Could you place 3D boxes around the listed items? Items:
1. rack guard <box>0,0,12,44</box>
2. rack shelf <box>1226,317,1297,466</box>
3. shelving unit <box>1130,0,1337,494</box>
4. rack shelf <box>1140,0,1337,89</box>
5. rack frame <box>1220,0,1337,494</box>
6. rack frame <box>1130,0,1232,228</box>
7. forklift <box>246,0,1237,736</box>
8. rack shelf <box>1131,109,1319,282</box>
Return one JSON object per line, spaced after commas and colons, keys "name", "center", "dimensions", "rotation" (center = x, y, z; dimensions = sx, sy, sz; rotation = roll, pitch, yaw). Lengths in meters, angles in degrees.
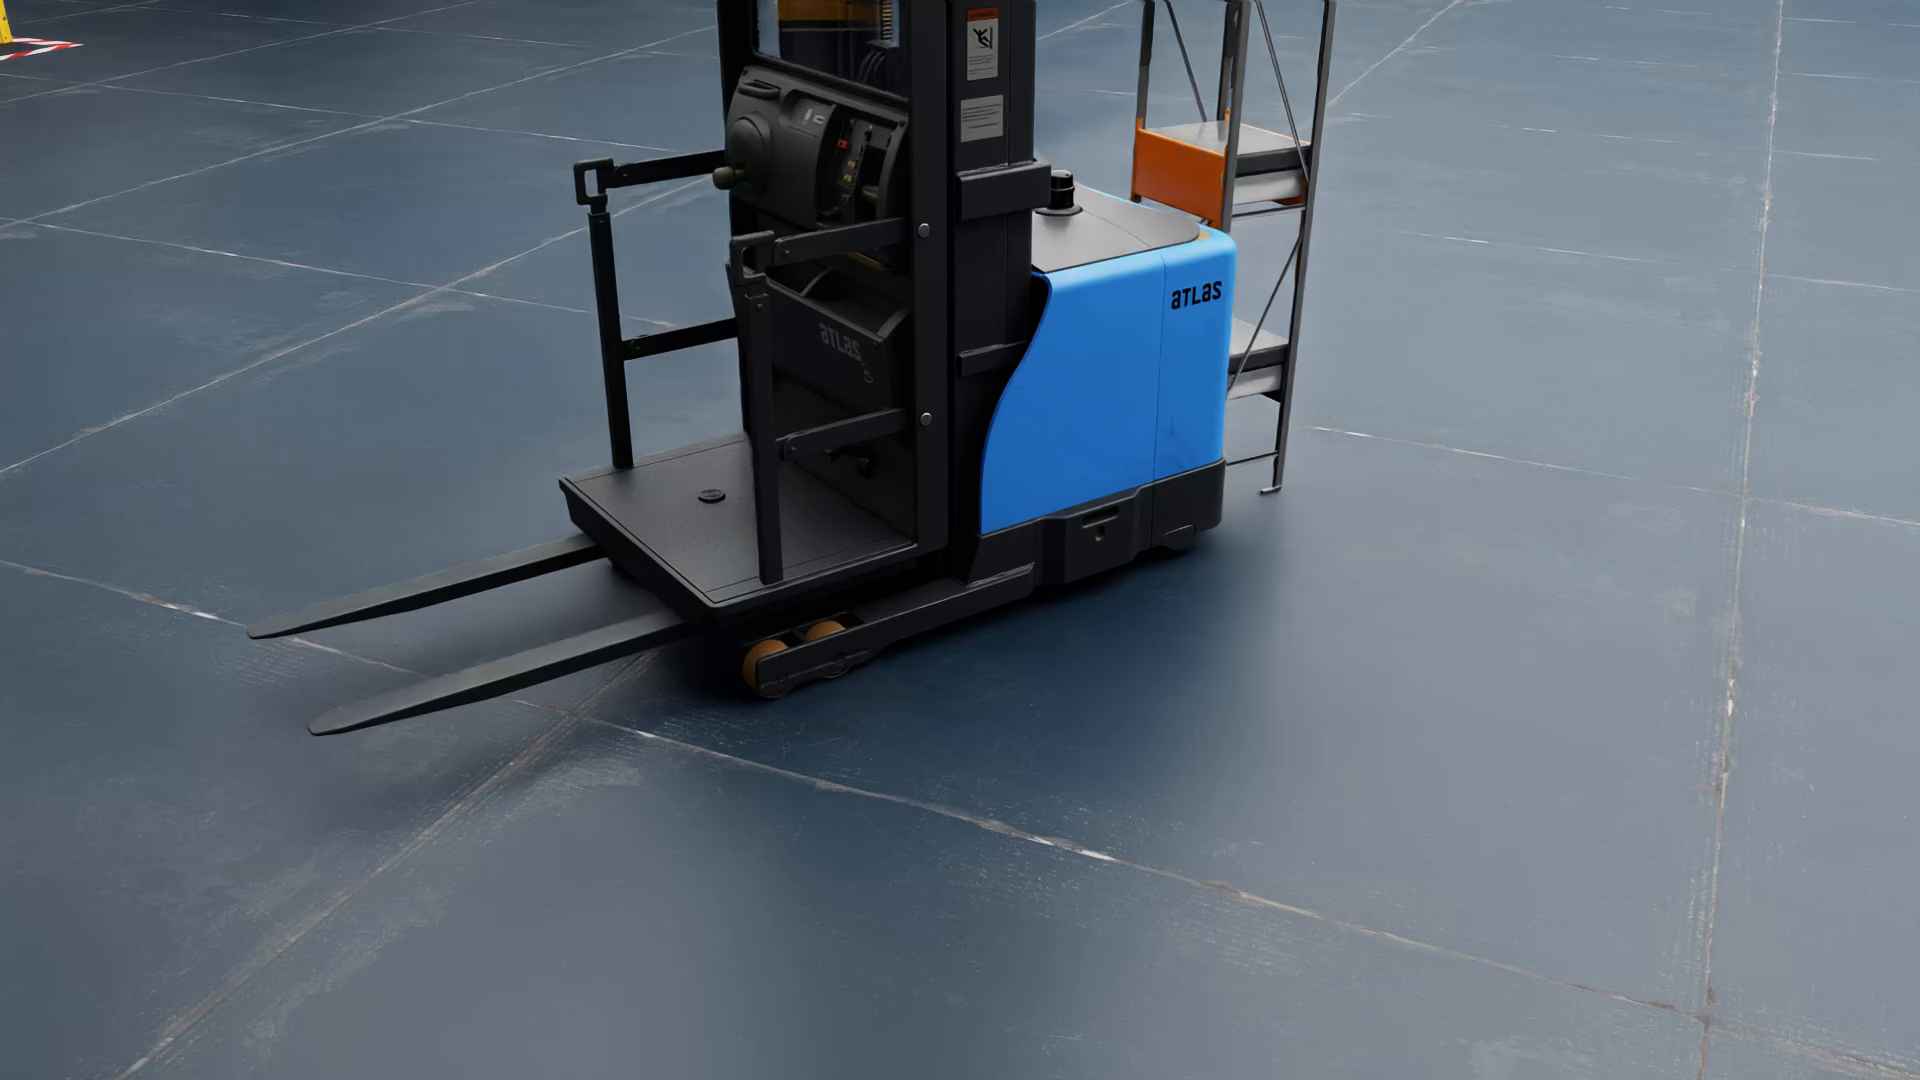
{"name": "rack guard", "center": [-8.754, -4.437, 14.195], "dimensions": [0.348, 0.500, 1.175], "rotation": [11, 28, 22]}
{"name": "rack shelf", "center": [0.890, -0.544, 6.080], "dimensions": [0.431, 0.518, 0.480], "rotation": [-14, 29, -29]}
{"name": "shelving unit", "center": [0.905, -1.188, 5.772], "dimensions": [0.431, 2.100, 0.503], "rotation": [-14, 29, -29]}
{"name": "rack shelf", "center": [0.920, -1.807, 5.477], "dimensions": [0.431, 0.518, 0.480], "rotation": [-14, 29, -29]}
{"name": "rack frame", "center": [1.034, -1.096, 5.587], "dimensions": [0.400, 2.100, 0.015], "rotation": [-14, 29, -29]}
{"name": "rack frame", "center": [0.776, -1.279, 5.958], "dimensions": [0.400, 2.100, 0.015], "rotation": [-14, 29, -29]}
{"name": "forklift", "center": [-0.599, -1.122, 4.711], "dimensions": [3.031, 2.935, 1.130], "rotation": [-17, 31, -31]}
{"name": "rack shelf", "center": [0.905, -1.175, 5.778], "dimensions": [0.431, 0.518, 0.480], "rotation": [-14, 29, -29]}
